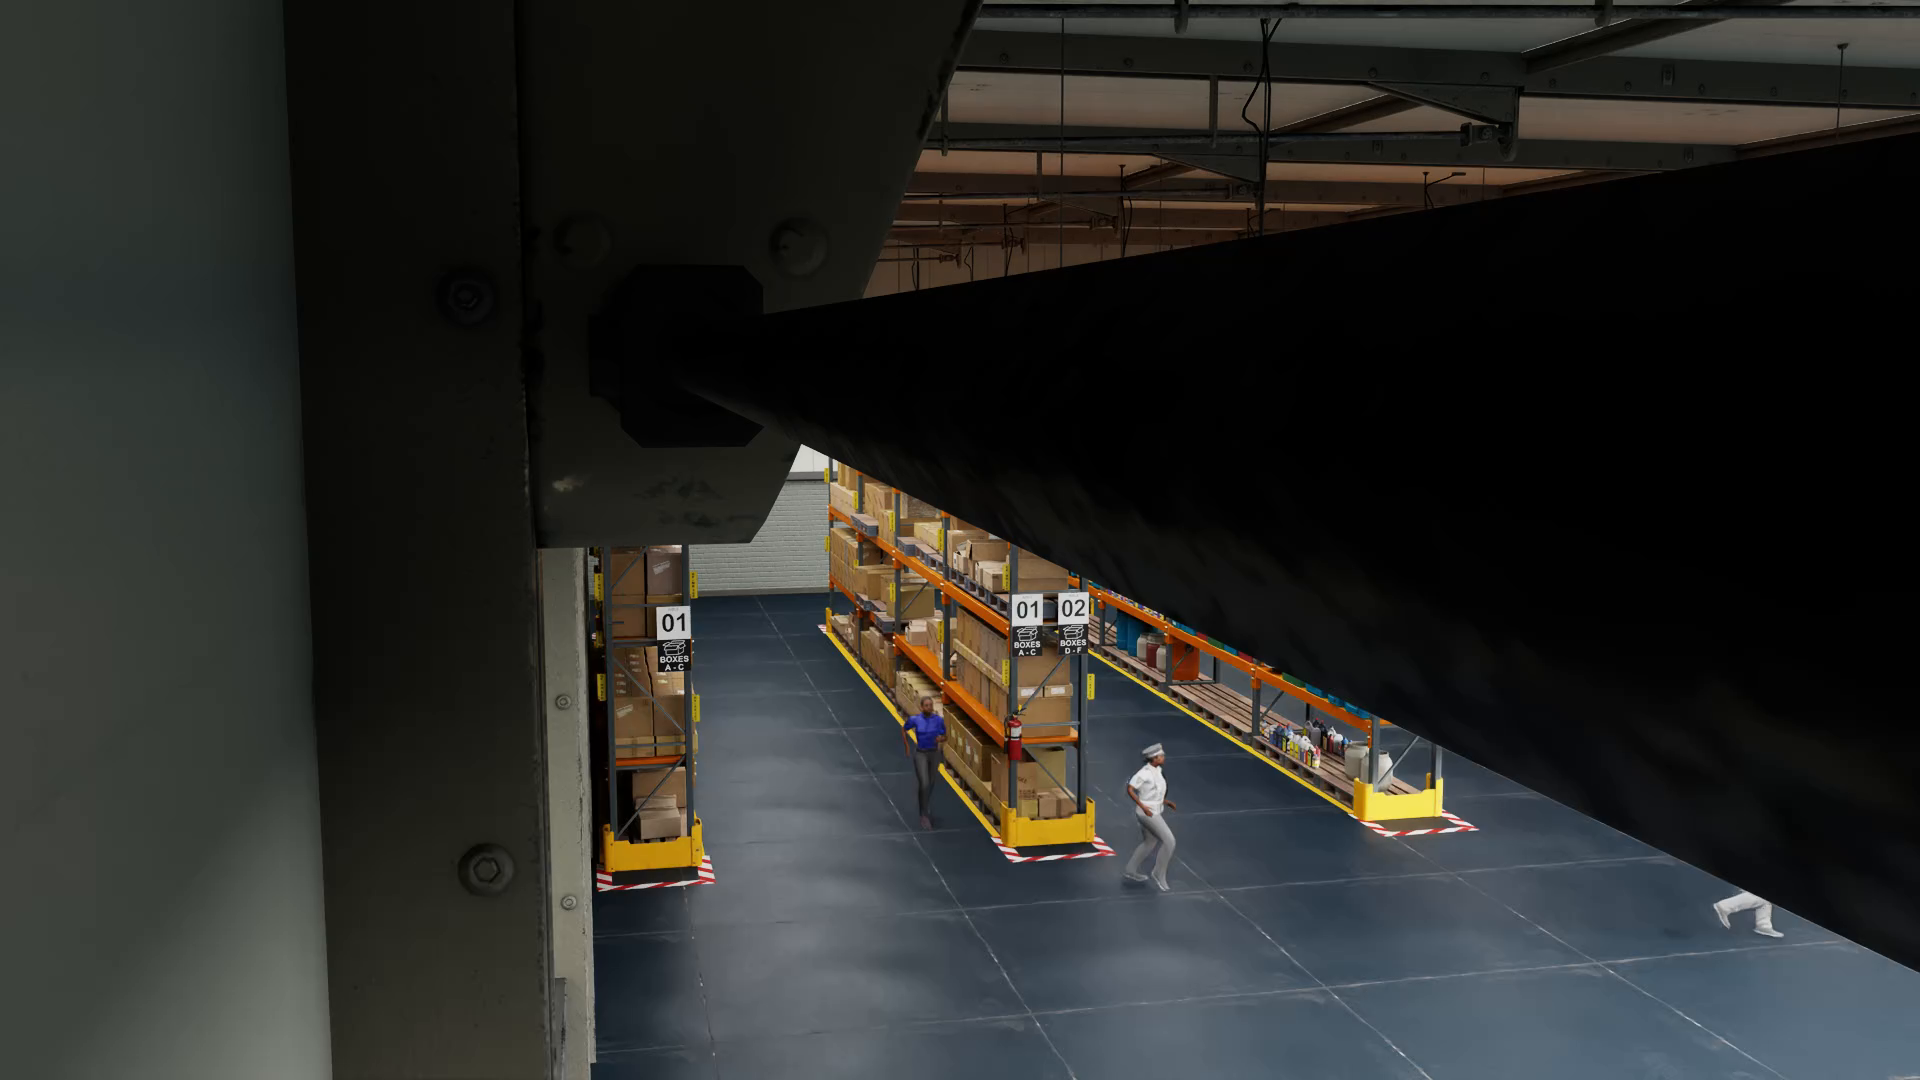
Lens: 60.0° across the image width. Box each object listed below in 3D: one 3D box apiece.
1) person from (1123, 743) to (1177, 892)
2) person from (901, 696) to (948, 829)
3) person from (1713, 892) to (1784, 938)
[{"bbox_3d":[2.232,3.215,19.381,0.662,1.711,0.585,3,7,21],"label":"person"},{"bbox_3d":[-0.449,2.910,21.971,0.546,1.719,0.755,-3,7,-21],"label":"person"},{"bbox_3d":[8.476,3.429,17.778,0.712,1.663,0.613,1,7,11],"label":"person"}]
